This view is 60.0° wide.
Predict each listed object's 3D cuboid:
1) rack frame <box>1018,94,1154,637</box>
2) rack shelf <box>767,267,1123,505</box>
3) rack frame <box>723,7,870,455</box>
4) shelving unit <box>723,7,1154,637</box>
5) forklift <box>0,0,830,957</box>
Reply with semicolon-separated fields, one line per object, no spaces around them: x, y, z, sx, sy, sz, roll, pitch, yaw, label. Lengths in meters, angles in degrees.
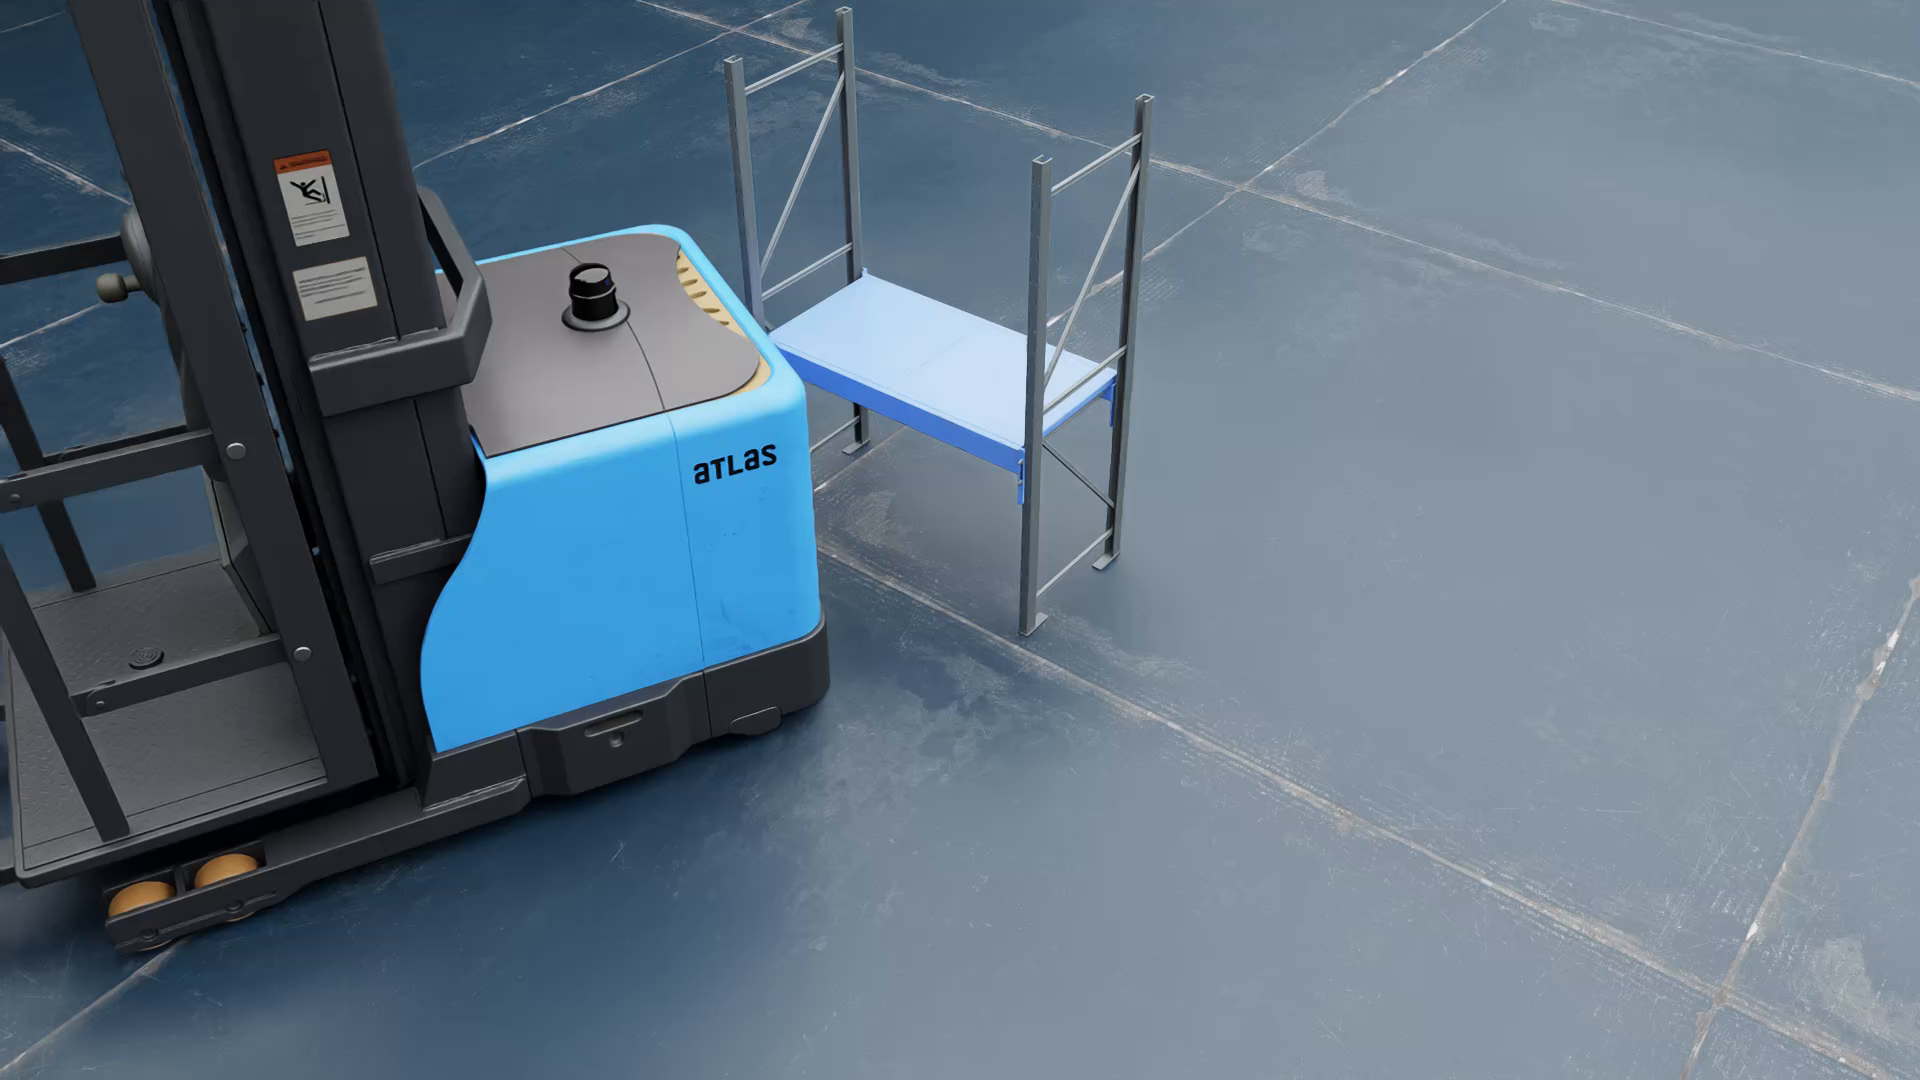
0.336;-0.432;4.585;0.032;1.500;0.500;25;45;29;rack frame
-0.068;-0.481;4.939;1.000;0.185;0.538;25;45;29;rack shelf
-0.472;-0.813;5.072;0.032;1.500;0.500;25;45;29;rack frame
-0.068;-0.622;4.828;1.048;1.500;0.538;25;45;29;shelving unit
-1.915;-0.544;3.567;3.031;2.935;1.130;-17;41;-20;forklift
